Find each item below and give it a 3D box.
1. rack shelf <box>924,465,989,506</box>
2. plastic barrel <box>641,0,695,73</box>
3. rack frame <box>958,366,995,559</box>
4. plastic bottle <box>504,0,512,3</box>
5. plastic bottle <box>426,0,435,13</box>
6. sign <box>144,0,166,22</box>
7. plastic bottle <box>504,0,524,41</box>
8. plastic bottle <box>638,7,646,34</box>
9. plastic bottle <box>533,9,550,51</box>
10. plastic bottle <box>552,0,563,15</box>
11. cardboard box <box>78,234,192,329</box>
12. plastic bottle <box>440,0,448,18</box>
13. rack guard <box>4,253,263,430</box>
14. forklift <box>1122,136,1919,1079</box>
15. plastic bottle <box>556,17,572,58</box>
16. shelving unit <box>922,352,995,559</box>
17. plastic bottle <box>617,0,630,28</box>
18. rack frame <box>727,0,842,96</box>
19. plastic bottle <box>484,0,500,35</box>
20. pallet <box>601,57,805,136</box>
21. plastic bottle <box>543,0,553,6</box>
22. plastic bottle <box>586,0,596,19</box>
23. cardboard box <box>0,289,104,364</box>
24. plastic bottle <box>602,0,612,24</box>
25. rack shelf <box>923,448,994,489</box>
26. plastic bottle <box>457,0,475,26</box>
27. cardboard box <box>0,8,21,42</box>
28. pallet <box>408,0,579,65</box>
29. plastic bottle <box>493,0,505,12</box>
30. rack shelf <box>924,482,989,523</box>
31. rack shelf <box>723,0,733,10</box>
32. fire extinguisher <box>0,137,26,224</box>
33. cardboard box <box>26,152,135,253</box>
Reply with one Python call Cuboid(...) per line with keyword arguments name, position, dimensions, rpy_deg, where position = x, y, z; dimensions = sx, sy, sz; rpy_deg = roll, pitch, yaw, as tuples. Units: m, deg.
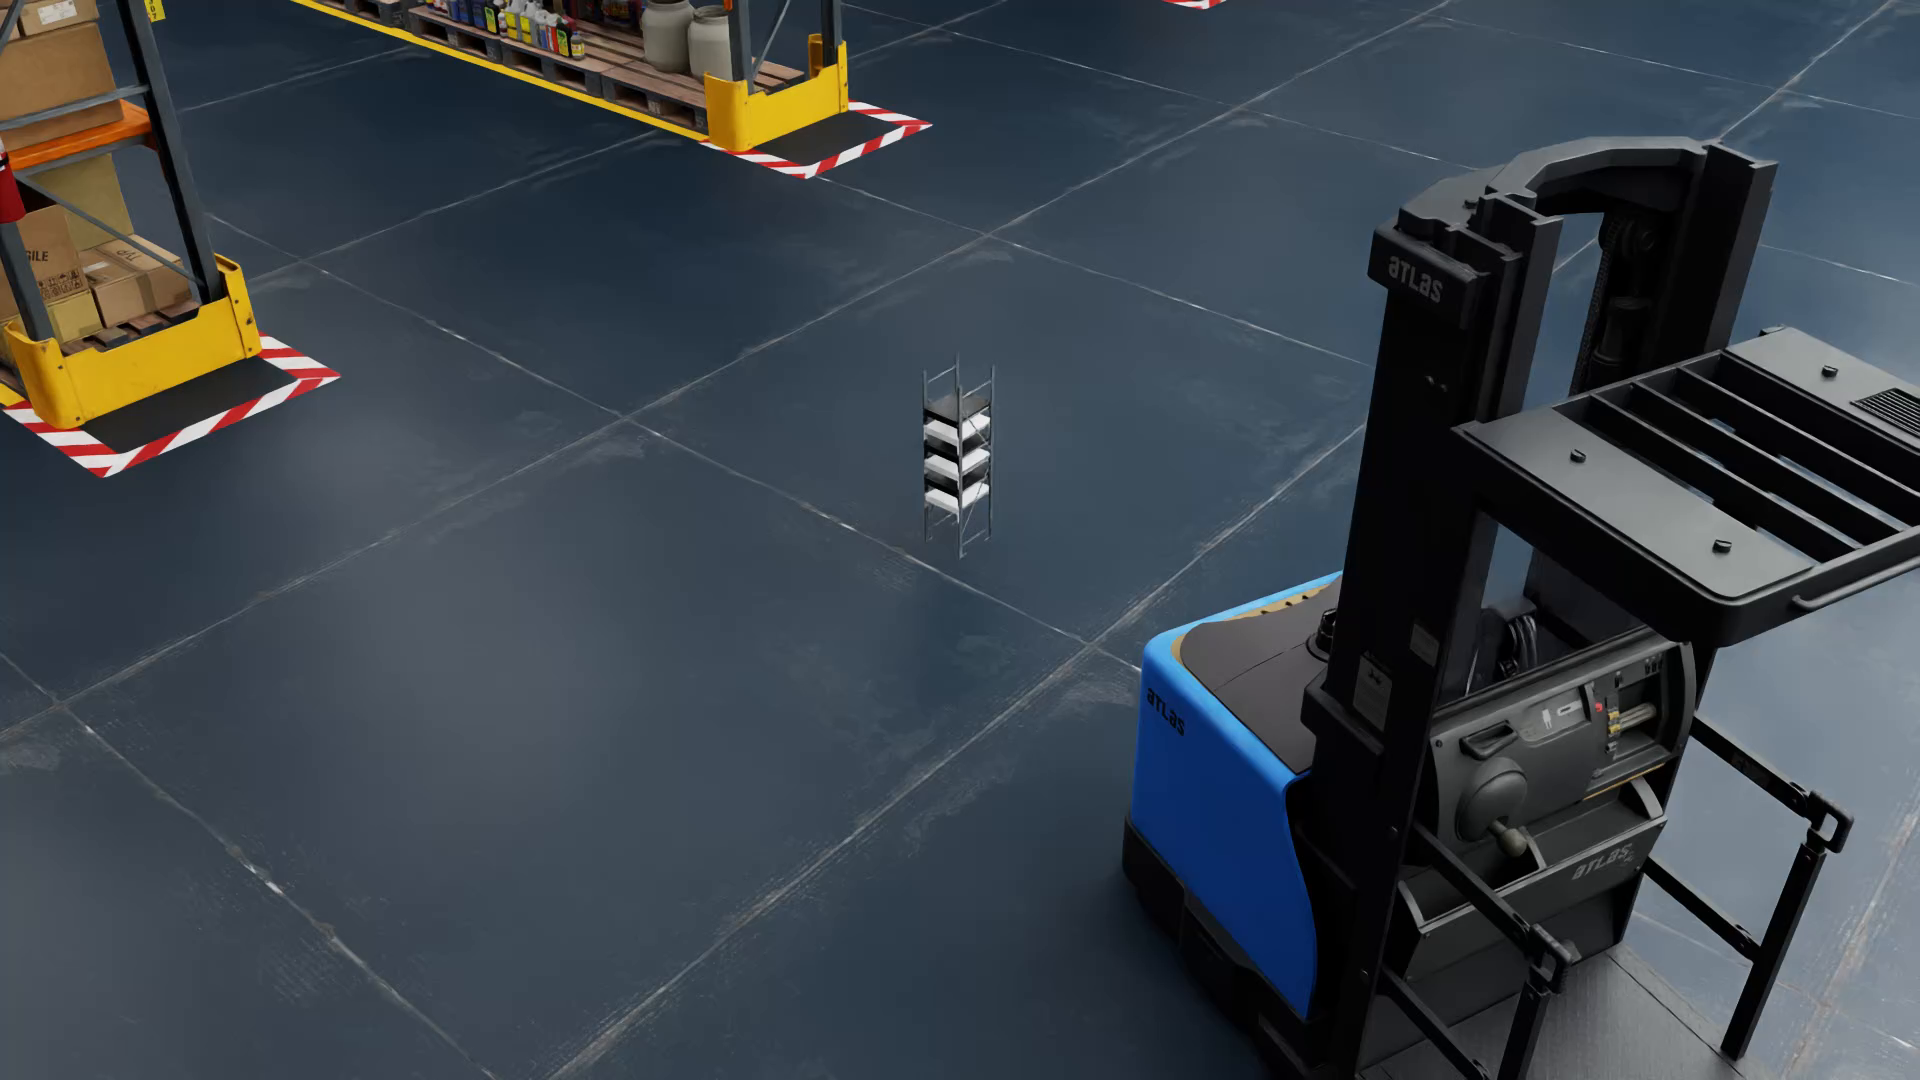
Cuboid(name="rack shelf", position=(-0.006, -0.272, 7.569), dimensions=(0.200, 0.077, 0.258), rpy_deg=(25, 42, 32))
Cuboid(name="plastic barrel", position=(-2.165, -3.802, 12.463), dimensions=(0.421, 0.512, 0.421), rpy_deg=(0, 34, 0))
Cuboid(name="rack frame", position=(0.072, -0.337, 7.446), dimensions=(0.006, 0.900, 0.240), rpy_deg=(25, 42, 32))
Cuboid(name="plastic bottle", position=(-3.712, -4.636, 13.802), dimensions=(0.185, 0.351, 0.144), rpy_deg=(25, 42, 32))
Cuboid(name="plastic bottle", position=(-4.335, -4.467, 13.627), dimensions=(0.097, 0.271, 0.097), rpy_deg=(0, 34, 0))
Cuboid(name="sign", position=(-4.038, -2.743, 8.260), dimensions=(0.005, 0.325, 0.100), rpy_deg=(25, 42, 32))
Cuboid(name="plastic bottle", position=(-3.473, -4.111, 13.038), dimensions=(0.185, 0.351, 0.144), rpy_deg=(25, 42, 31))
Cuboid(name="plastic bottle", position=(-2.499, -4.125, 13.191), dimensions=(0.097, 0.201, 0.097), rpy_deg=(0, 34, 0))
Cuboid(name="plastic bottle", position=(-3.200, -3.954, 12.876), dimensions=(0.135, 0.276, 0.152), rpy_deg=(24, 41, 31))
Cuboid(name="plastic bottle", position=(-3.270, -4.430, 13.562), dimensions=(0.133, 0.283, 0.061), rpy_deg=(25, 42, 32))
Cuboid(name="cardboard box", position=(-4.667, -1.445, 9.262), dimensions=(0.500, 0.250, 0.500), rpy_deg=(25, 42, 32))
Cuboid(name="plastic bottle", position=(-4.178, -4.365, 13.539), dimensions=(0.097, 0.201, 0.097), rpy_deg=(0, 34, 0))
Cuboid(name="rack guard", position=(-4.379, -1.075, 8.874), dimensions=(0.348, 0.500, 1.175), rpy_deg=(25, 42, 32))
Cuboid(name="forklift", position=(1.718, 0.603, 4.284), dimensions=(1.130, 2.935, 3.031), rpy_deg=(-17, 38, -23))
Cuboid(name="plastic bottle", position=(-3.018, -3.838, 12.700), dimensions=(0.133, 0.283, 0.061), rpy_deg=(26, 42, 33))
Cuboid(name="shelving unit", position=(-0.006, -0.374, 7.500), dimensions=(0.210, 0.900, 0.258), rpy_deg=(25, 42, 32))
Cuboid(name="plastic bottle", position=(-2.682, -4.241, 13.297), dimensions=(0.097, 0.271, 0.097), rpy_deg=(0, 34, 0))
Cuboid(name="rack frame", position=(-1.225, -4.268, 11.315), dimensions=(0.127, 3.000, 1.000), rpy_deg=(25, 42, 32))
Cuboid(name="plastic bottle", position=(-3.699, -4.159, 13.167), dimensions=(0.133, 0.283, 0.061), rpy_deg=(27, 43, 34))
Cuboid(name="pallet", position=(-1.935, -3.422, 12.546), dimensions=(1.213, 0.211, 1.003), rpy_deg=(25, 42, 32))
Cuboid(name="plastic bottle", position=(-3.472, -4.629, 13.792), dimensions=(0.185, 0.351, 0.144), rpy_deg=(23, 41, 30))
Cuboid(name="plastic bottle", position=(-2.993, -4.359, 13.530), dimensions=(0.097, 0.201, 0.097), rpy_deg=(0, 34, 0))
Cuboid(name="cardboard box", position=(-4.998, -1.220, 8.934), dimensions=(0.500, 0.250, 0.500), rpy_deg=(25, 42, 32))
Cuboid(name="plastic bottle", position=(-2.836, -4.284, 13.422), dimensions=(0.097, 0.201, 0.097), rpy_deg=(0, 34, 0))
Cuboid(name="rack shelf", position=(-0.006, -0.346, 7.518), dimensions=(0.200, 0.077, 0.258), rpy_deg=(25, 42, 32))
Cuboid(name="plastic bottle", position=(-3.944, -4.333, 13.361), dimensions=(0.185, 0.351, 0.144), rpy_deg=(26, 42, 33))
Cuboid(name="cardboard box", position=(-4.813, -2.478, 8.048), dimensions=(0.250, 0.149, 0.380), rpy_deg=(24, 41, 31))
Cuboid(name="pallet", position=(-3.810, -4.306, 13.833), dimensions=(1.213, 0.211, 1.003), rpy_deg=(25, 42, 32))
Cuboid(name="plastic bottle", position=(-3.662, -4.195, 13.230), dimensions=(0.097, 0.271, 0.097), rpy_deg=(0, 34, 0))
Cuboid(name="rack shelf", position=(-0.006, -0.198, 7.620), dimensions=(0.200, 0.077, 0.258), rpy_deg=(25, 42, 32))
Cuboid(name="rack shelf", position=(-2.762, -4.696, 12.573), dimensions=(4.000, 0.370, 1.077), rpy_deg=(25, 42, 32))
Cuboid(name="fire extinguisher", position=(-4.604, -1.837, 7.844), dimensions=(0.183, 0.674, 0.296), rpy_deg=(25, 42, 32))
Cuboid(name="cardboard box", position=(-5.053, -1.934, 9.312), dimensions=(0.500, 0.500, 0.500), rpy_deg=(25, 42, 32))
